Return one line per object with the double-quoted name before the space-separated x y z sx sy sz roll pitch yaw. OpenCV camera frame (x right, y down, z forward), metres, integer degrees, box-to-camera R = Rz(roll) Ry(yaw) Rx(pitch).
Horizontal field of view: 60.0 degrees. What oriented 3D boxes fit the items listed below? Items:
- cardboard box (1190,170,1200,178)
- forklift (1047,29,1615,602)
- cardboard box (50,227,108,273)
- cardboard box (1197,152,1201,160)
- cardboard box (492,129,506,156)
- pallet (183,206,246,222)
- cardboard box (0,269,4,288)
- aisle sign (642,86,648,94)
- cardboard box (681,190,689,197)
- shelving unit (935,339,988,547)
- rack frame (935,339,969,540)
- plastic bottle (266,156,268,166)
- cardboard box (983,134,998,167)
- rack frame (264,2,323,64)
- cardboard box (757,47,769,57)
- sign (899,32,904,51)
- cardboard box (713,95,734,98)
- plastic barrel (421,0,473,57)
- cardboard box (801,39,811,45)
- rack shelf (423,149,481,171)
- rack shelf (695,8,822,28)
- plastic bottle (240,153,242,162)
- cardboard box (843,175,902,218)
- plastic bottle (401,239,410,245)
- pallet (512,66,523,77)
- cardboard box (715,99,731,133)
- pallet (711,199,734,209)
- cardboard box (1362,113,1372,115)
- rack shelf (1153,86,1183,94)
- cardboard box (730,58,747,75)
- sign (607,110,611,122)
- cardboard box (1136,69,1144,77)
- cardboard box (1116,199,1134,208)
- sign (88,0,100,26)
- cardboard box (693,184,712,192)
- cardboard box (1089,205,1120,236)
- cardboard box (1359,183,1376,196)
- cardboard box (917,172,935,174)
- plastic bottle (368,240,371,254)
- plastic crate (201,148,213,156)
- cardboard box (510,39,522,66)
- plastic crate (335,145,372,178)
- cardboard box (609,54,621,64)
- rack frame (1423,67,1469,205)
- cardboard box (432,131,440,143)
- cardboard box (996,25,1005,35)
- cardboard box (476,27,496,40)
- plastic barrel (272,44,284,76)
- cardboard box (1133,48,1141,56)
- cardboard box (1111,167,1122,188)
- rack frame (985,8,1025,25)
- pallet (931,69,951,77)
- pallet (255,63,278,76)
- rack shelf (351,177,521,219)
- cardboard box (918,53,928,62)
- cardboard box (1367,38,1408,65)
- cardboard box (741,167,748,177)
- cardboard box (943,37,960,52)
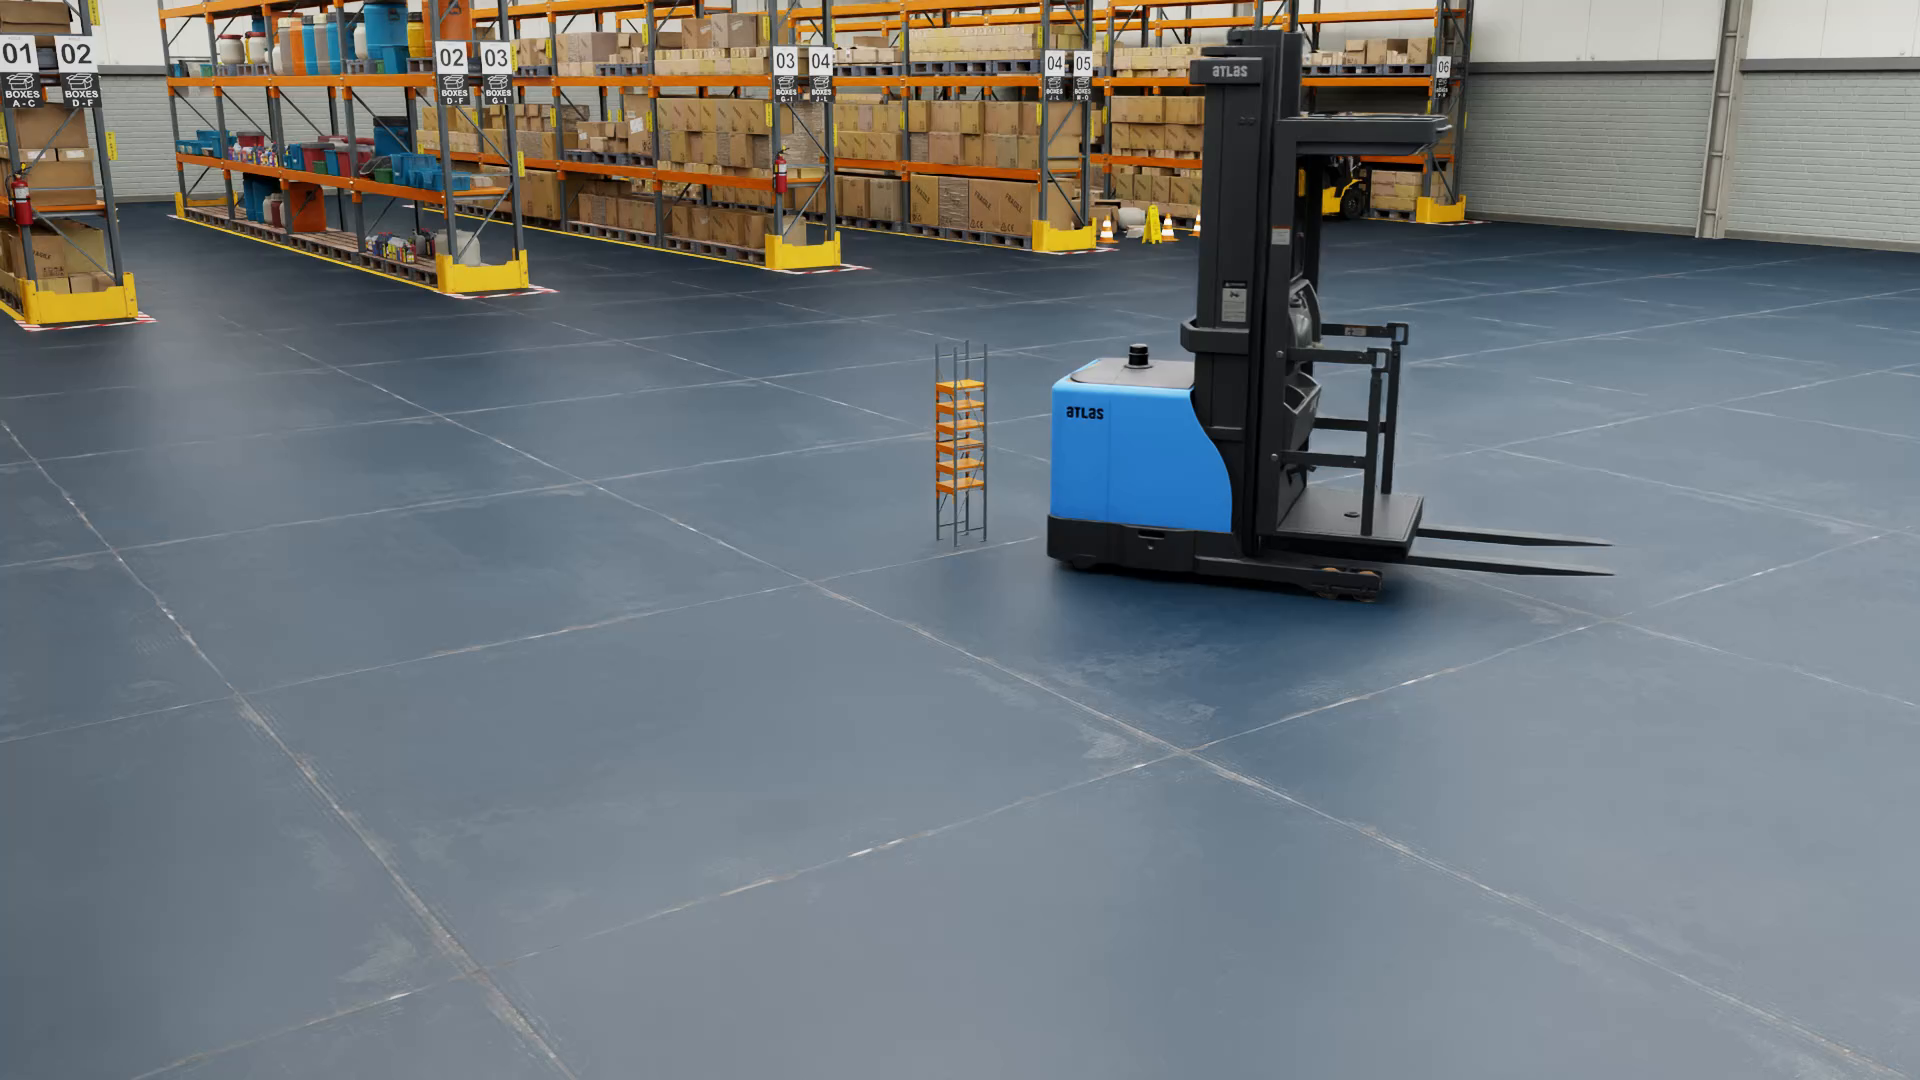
"cardboard box" 4.585 -6.933 31.488 0.380 0.149 0.250 -10 18 -34
"forklift" 2.070 -1.240 9.053 3.031 2.935 1.130 5 16 19
"cardboard box" -10.780 -3.548 20.348 0.500 0.500 0.500 -11 19 -35
"cardboard box" 4.705 -7.276 31.455 0.380 0.149 0.250 -11 19 -34
"cardboard box" -9.025 -7.957 33.278 0.500 0.500 0.500 -11 19 -34
"pallet" -15.294 -6.712 34.198 1.003 0.211 1.213 -11 19 -35
"cardboard box" -11.795 -3.317 20.928 0.500 0.250 0.500 -11 19 -35
"aisle sign" -7.470 -11.072 39.922 0.394 0.787 0.004 -11 19 -35
"cardboard box" -6.117 -7.875 37.771 0.380 0.149 0.250 -12 19 -36
"shelving unit" 0.009 -0.576 9.906 0.258 1.200 0.189 -11 19 -35
"rack frame" -0.045 -0.595 9.978 0.240 1.200 0.006 -11 19 -35
"plastic bottle" -11.987 -6.594 28.862 0.097 0.201 0.097 0 15 0
"cardboard box" 0.914 -6.737 28.724 0.875 0.550 0.550 -11 19 -35
"rack frame" -11.044 -9.424 27.462 1.000 3.000 0.127 -11 19 -35
"cardboard box" -2.749 -7.168 24.432 0.380 0.149 0.250 -11 19 -35
"sign" -1.047 -8.955 29.855 0.100 0.325 0.005 -11 19 -35
"cardboard box" -5.386 -9.710 37.223 0.500 0.500 0.500 -10 18 -33
"plastic barrel" -6.728 -6.763 21.811 0.600 0.830 0.708 -11 19 -35
"cardboard box" -3.284 -10.151 34.161 0.396 0.266 0.258 -11 19 -35
"rack shelf" -10.565 -8.233 35.839 1.077 0.370 4.000 -11 19 -35
"rack shelf" -4.142 -10.828 34.713 1.077 0.370 4.000 -11 19 -35
"plastic bottle" -13.056 -6.982 30.280 0.097 0.201 0.097 0 15 0
"cardboard box" -1.616 -6.636 32.105 1.050 0.750 0.750 -11 19 -35
"plastic bottle" -8.087 -4.235 24.194 0.152 0.276 0.135 -11 19 -35
"pallet" -8.119 -9.022 32.035 1.003 0.211 1.213 -10 18 -32
"cardboard box" -3.447 -6.557 25.704 0.500 0.500 0.500 -11 19 -35
"pallet" -4.859 -7.391 36.679 1.003 0.211 1.213 -11 19 -35
"cardboard box" 8.483 -8.706 34.220 0.380 0.149 0.250 -10 18 -33
"rack shelf" 3.816 -11.135 40.760 1.077 0.370 4.000 -11 19 -35
"cardboard box" -3.118 -7.135 25.065 0.500 0.250 0.500 -11 19 -34
"sign" -6.604 -7.906 31.235 0.100 0.325 0.005 -11 19 -35
"cardboard box" 3.659 -9.104 32.450 0.380 0.149 0.250 -11 19 -34
"cardboard box" 3.459 -6.692 33.256 0.500 0.250 0.500 -12 19 -37
"sign" -9.896 -6.045 18.994 0.100 0.325 0.005 -11 19 -35
"cardboard box" -5.760 -7.890 37.265 0.380 0.149 0.250 -10 18 -33
"cardboard box" 2.602 -5.907 30.705 0.637 0.503 0.797 4 16 13
"cardboard box" 8.550 -7.289 34.491 0.500 0.250 0.500 -11 19 -36
"cardboard box" -0.406 -8.558 38.890 0.875 0.875 0.875 -10 18 -33
"plastic bottle" -8.799 -4.381 24.868 0.097 0.201 0.097 0 15 0
"plastic crate" -14.663 -7.611 32.589 0.293 0.136 0.466 -11 19 -35
"cardboard box" -8.256 -9.431 32.179 0.797 0.503 0.637 -11 19 -35
"plastic crate" -9.224 -5.763 25.329 0.402 0.464 0.583 -11 19 -35
"cardboard box" -5.869 -8.367 28.927 0.380 0.166 0.250 -12 19 -36
"rack frame" 9.695 -7.900 33.259 1.000 3.000 0.127 -11 19 -35
"cardboard box" -11.074 -8.716 35.961 0.500 0.250 0.500 -12 19 -36
"cardboard box" 0.816 -8.483 27.686 0.380 0.149 0.250 -10 18 -34
"cardboard box" -9.937 -10.463 34.344 0.500 0.250 0.500 -12 20 -38
"plastic barrel" -11.109 -7.917 27.427 0.421 0.512 0.421 0 15 0
"cardboard box" 3.576 -9.467 32.266 0.380 0.149 0.250 -12 19 -36
"cardboard box" 3.973 -8.882 40.786 0.500 0.500 0.500 -10 18 -32
"rack frame" 0.979 -11.731 35.891 1.000 3.000 0.127 -11 19 -35
"pallet" -0.103 -10.561 37.655 1.003 0.211 1.213 -10 18 -32
"pallet" -11.414 -8.065 28.535 1.003 0.211 1.213 -11 19 -35
"rack shelf" -7.516 -4.902 23.668 1.077 0.370 4.000 -11 19 -35
"cardboard box" -0.521 -8.584 29.567 0.380 0.149 0.250 -11 19 -34
"cardboard box" 8.717 -9.937 33.844 0.700 0.500 0.500 -11 19 -34
"cardboard box" -3.138 -5.653 25.525 0.380 0.149 0.250 -11 19 -35
"cardboard box" 0.042 -8.599 28.865 0.500 0.250 0.500 -11 19 -35
